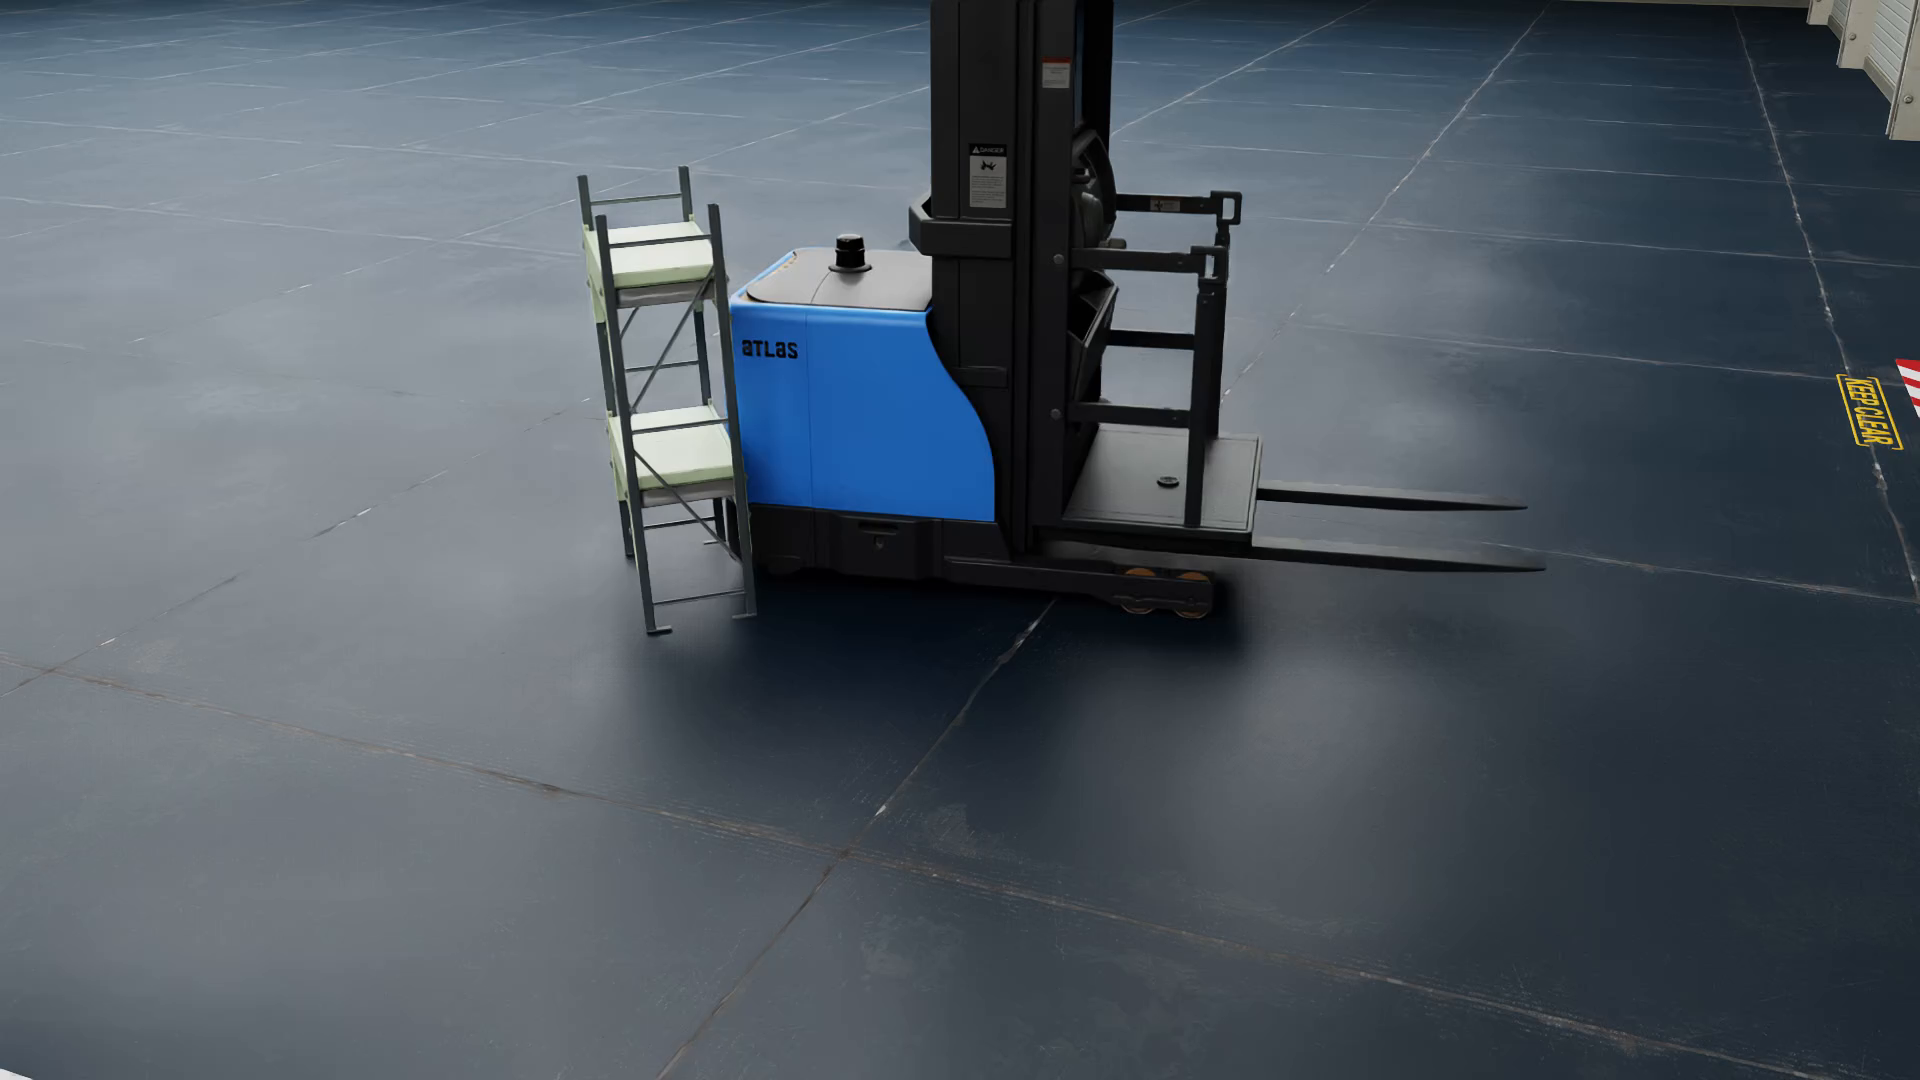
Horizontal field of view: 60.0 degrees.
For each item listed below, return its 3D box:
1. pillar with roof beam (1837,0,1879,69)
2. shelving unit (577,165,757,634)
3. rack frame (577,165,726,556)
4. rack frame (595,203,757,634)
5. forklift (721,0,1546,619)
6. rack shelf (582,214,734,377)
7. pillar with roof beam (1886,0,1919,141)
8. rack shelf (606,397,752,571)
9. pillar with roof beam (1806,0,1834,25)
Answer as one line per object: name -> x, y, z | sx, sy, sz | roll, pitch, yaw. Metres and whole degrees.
pillar with roof beam -> 7.366, -10.805, 20.943 | 9.100, 9.000, 0.400 | 9, 24, 20
shelving unit -> -1.061, -0.521, 6.030 | 0.431, 1.500, 0.755 | -8, 24, -14
rack frame -> -1.164, -0.657, 6.354 | 0.400, 1.500, 0.023 | -8, 24, -14
rack frame -> -0.958, -0.386, 5.706 | 0.400, 1.500, 0.023 | -8, 24, -14
forklift -> 0.674, -1.288, 6.030 | 3.031, 2.935, 1.130 | 5, 23, 11
rack shelf -> -1.075, -0.880, 5.876 | 0.431, 0.370, 0.720 | -8, 24, -14
pillar with roof beam -> 5.137, -8.658, 15.802 | 9.100, 9.000, 0.400 | 9, 24, 20
rack shelf -> -1.049, -0.222, 6.159 | 0.431, 0.370, 0.720 | -8, 24, -14
pillar with roof beam -> 9.594, -12.952, 26.083 | 9.100, 9.000, 0.400 | 9, 24, 20
